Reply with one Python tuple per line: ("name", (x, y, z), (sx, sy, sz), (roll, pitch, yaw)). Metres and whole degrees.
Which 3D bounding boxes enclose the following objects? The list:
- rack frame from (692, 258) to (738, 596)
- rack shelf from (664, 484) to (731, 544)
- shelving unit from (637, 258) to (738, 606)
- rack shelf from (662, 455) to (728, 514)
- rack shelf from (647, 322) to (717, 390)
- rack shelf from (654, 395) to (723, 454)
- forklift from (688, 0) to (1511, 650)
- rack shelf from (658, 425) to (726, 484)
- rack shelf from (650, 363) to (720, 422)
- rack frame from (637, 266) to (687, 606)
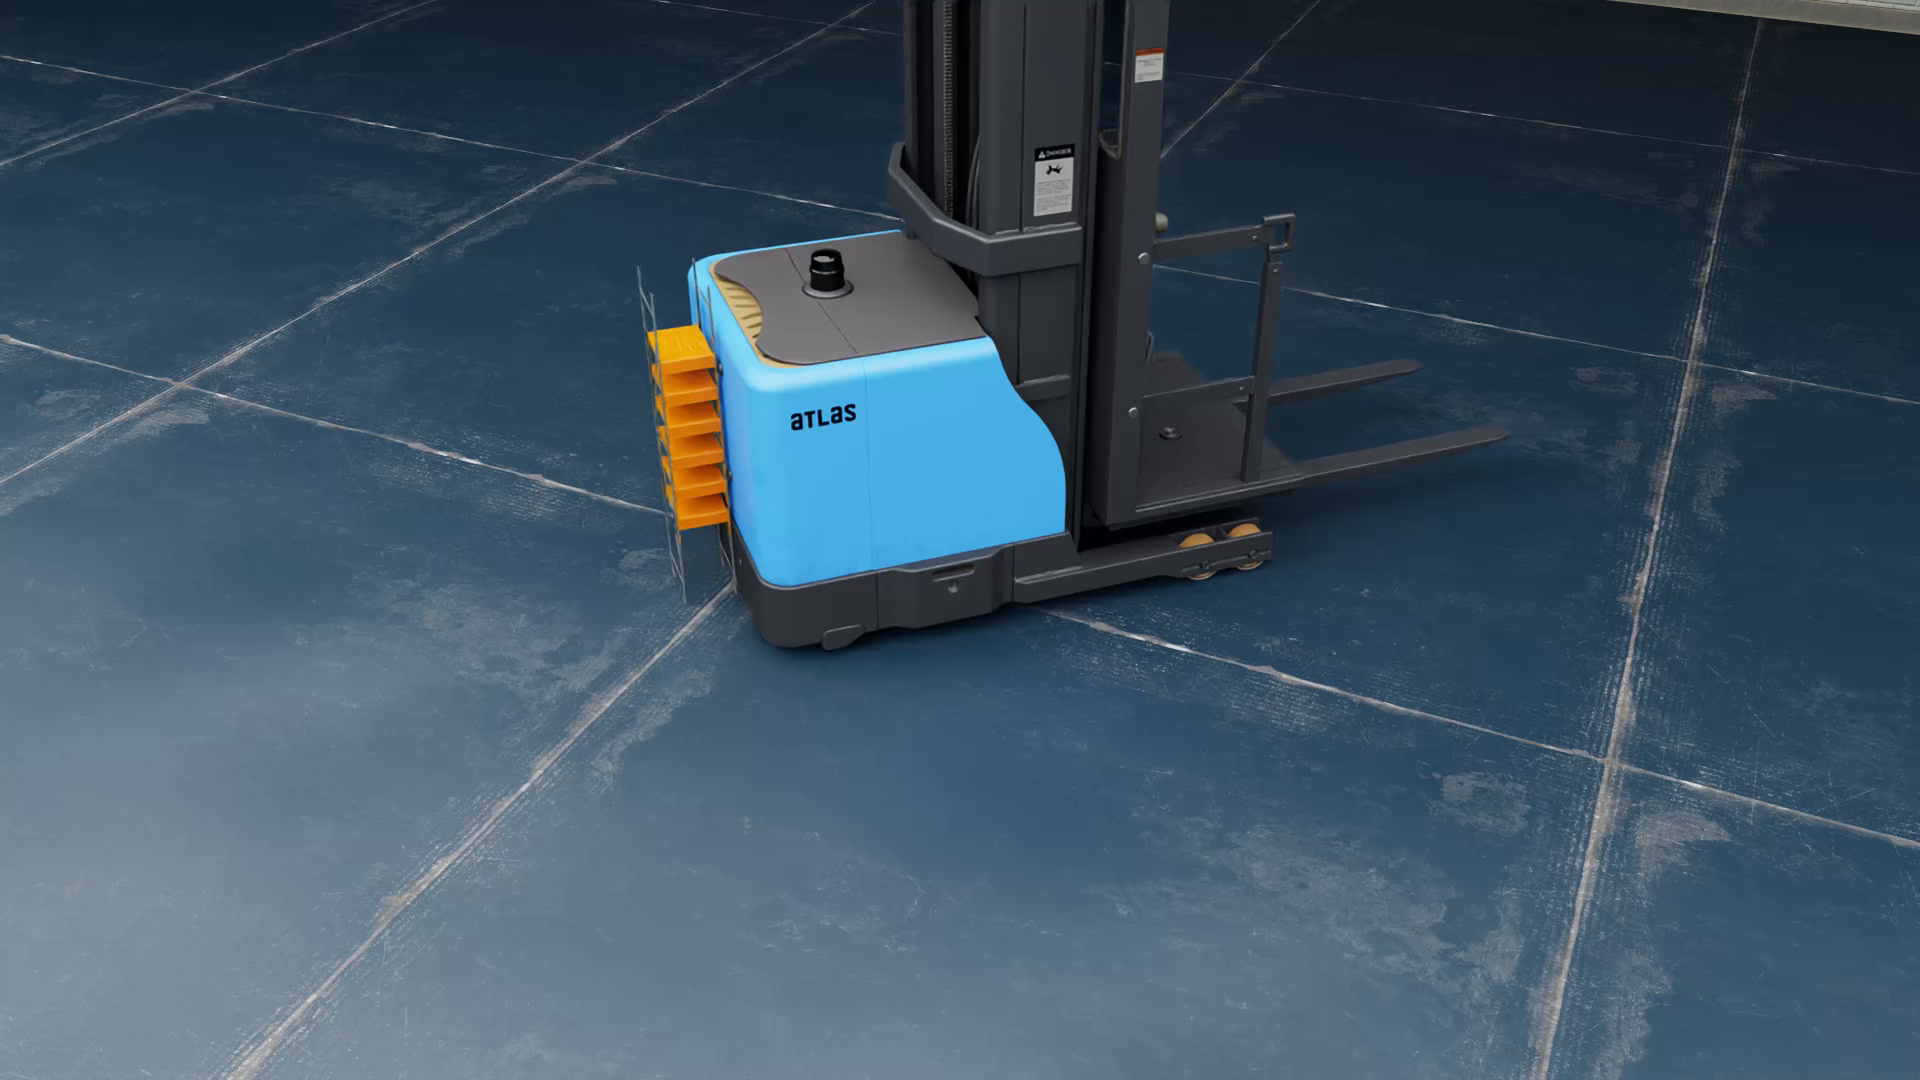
("rack frame", (-0.839, -0.365, 5.713), (0.006, 1.200, 0.240), (-11, 35, -17))
("rack shelf", (-0.925, -0.110, 5.843), (0.180, 0.103, 0.258), (-11, 35, -17))
("shelving unit", (-0.925, -0.348, 5.687), (0.189, 1.200, 0.258), (-11, 35, -17))
("rack shelf", (-0.925, -0.211, 5.777), (0.180, 0.103, 0.258), (-11, 35, -17))
("rack shelf", (-0.925, -0.612, 5.514), (0.180, 0.103, 0.258), (-11, 35, -17))
("rack shelf", (-0.925, -0.411, 5.645), (0.180, 0.103, 0.258), (-11, 35, -17))
("forklift", (0.612, -1.341, 5.622), (3.031, 2.935, 1.130), (-11, 35, -17))
("rack shelf", (-0.925, -0.311, 5.711), (0.180, 0.103, 0.258), (-11, 35, -17))
("rack shelf", (-0.925, -0.512, 5.579), (0.180, 0.103, 0.258), (-11, 35, -17))
("rack frame", (-1.011, -0.331, 5.661), (0.006, 1.200, 0.240), (-11, 35, -17))
